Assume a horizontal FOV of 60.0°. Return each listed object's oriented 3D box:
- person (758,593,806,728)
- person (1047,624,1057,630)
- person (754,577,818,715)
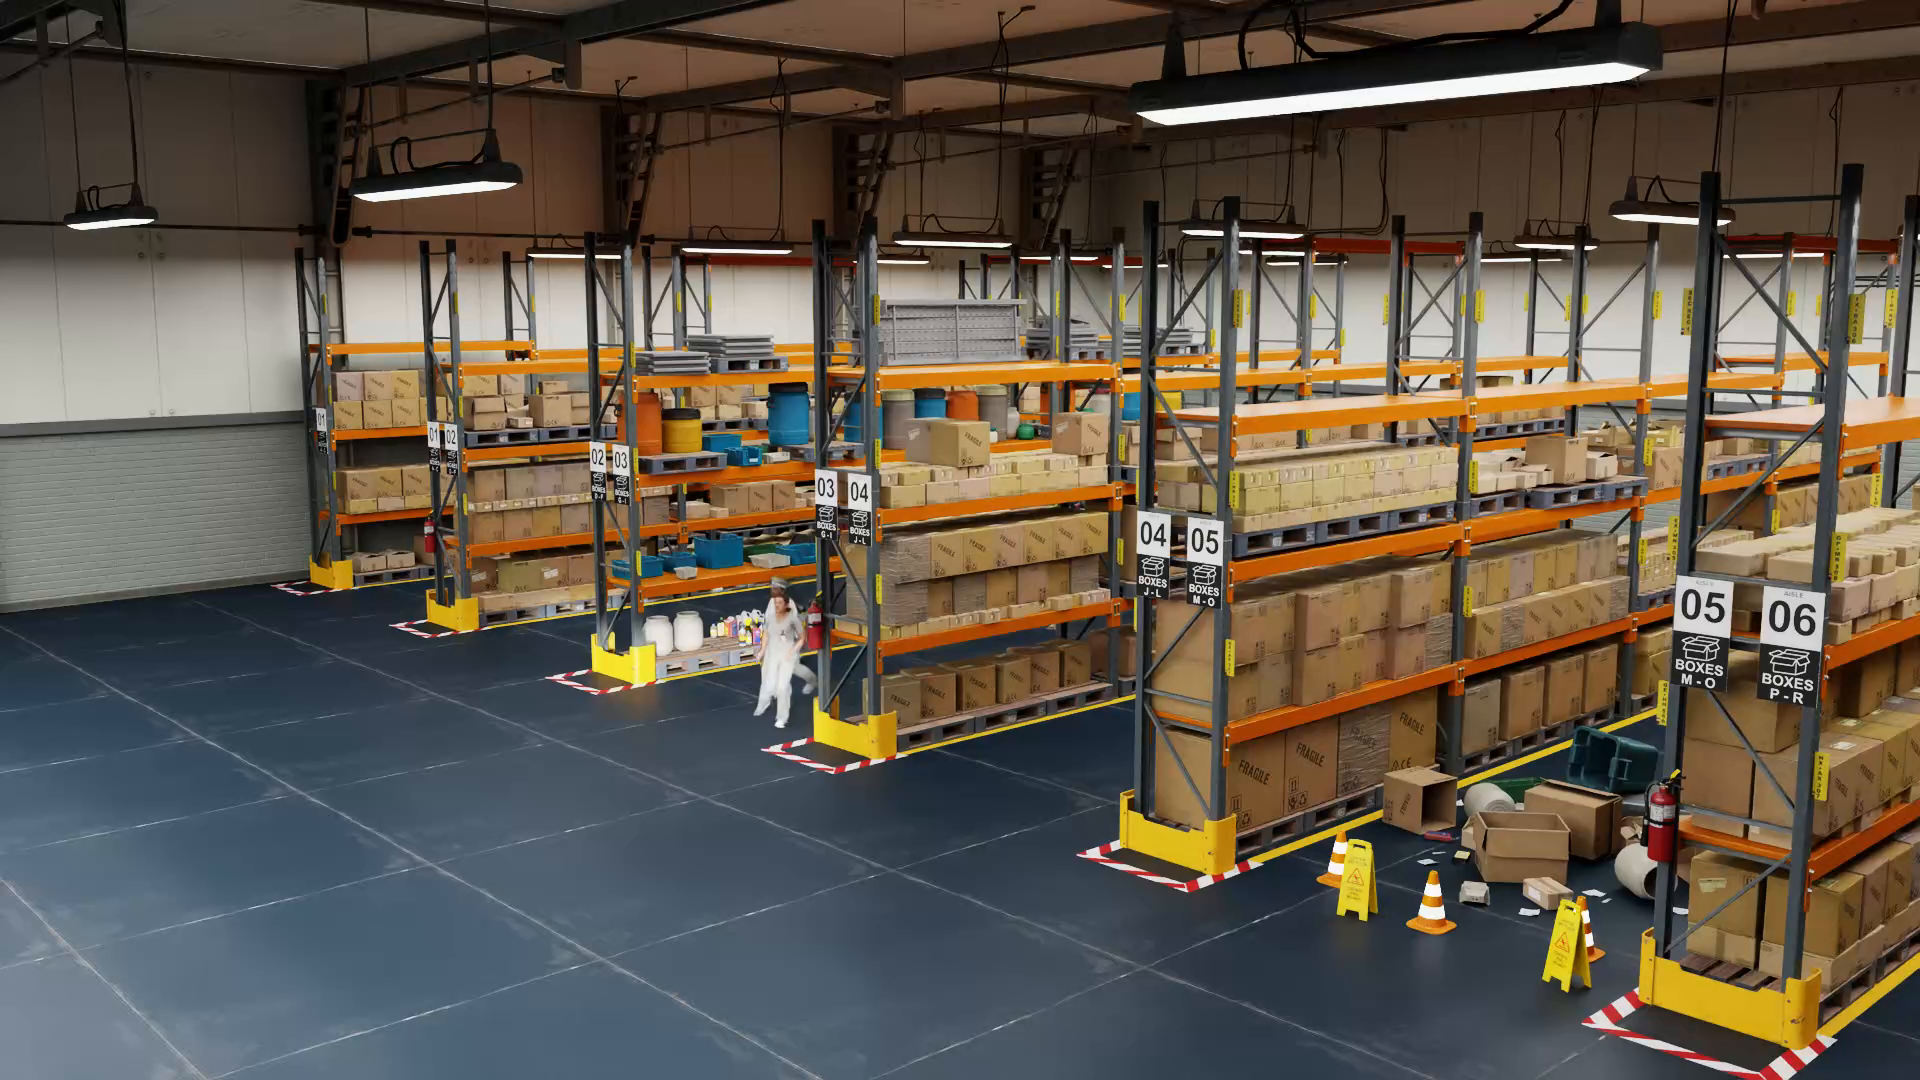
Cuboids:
[{"bbox_3d":[-2.127,1.431,20.164,0.578,1.621,0.582,3,9,19],"label":"person"},{"bbox_3d":[1.236,0.573,24.241,0.525,1.547,0.744,7,11,40],"label":"person"},{"bbox_3d":[-2.170,1.298,20.896,0.532,1.740,1.045,6,10,35],"label":"person"}]
